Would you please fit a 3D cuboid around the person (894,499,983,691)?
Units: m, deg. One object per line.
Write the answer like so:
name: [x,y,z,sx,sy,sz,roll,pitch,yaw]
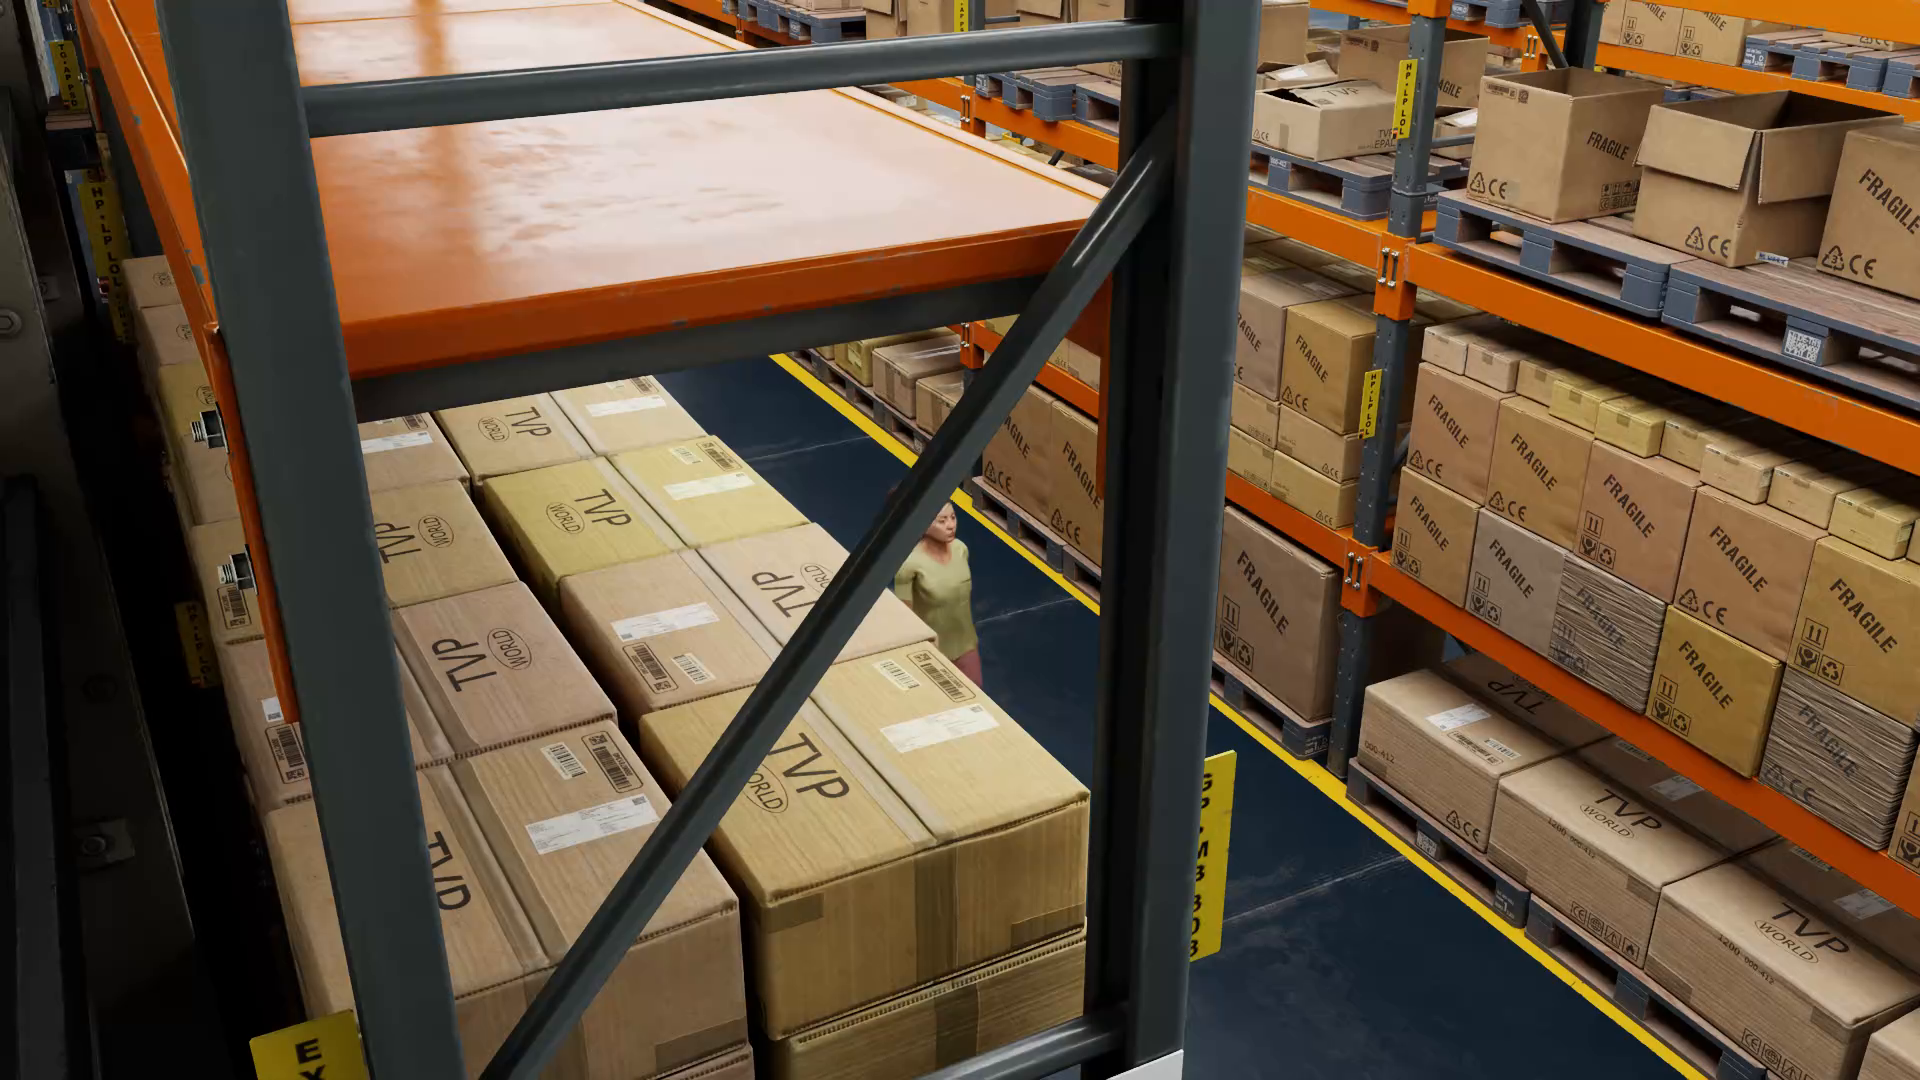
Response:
person: [-0.123,0.519,8.008,0.438,1.642,0.821,-15,29,-28]
